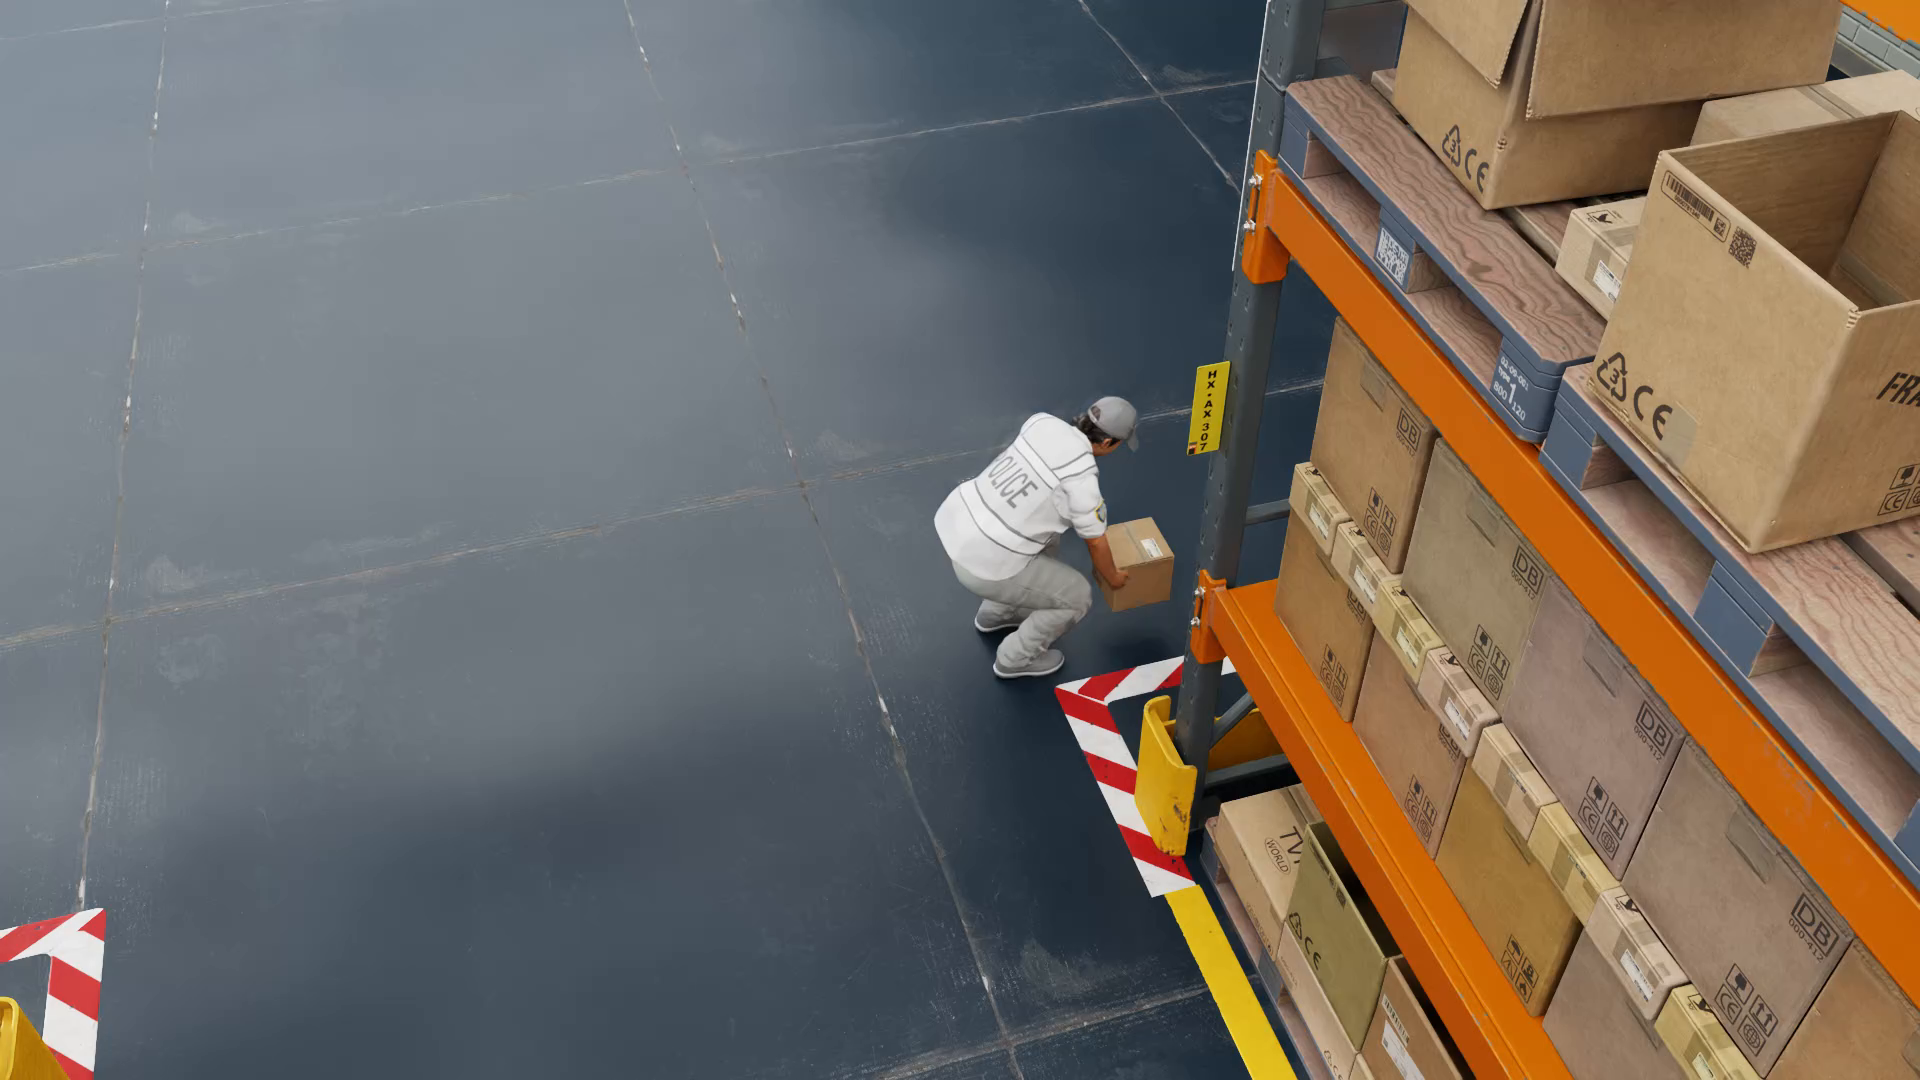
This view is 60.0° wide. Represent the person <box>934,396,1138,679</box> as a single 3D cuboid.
[{"bbox_3d":[0.308,-0.027,6.569,0.817,1.158,0.541,-12,44,-13],"label":"person"}]
